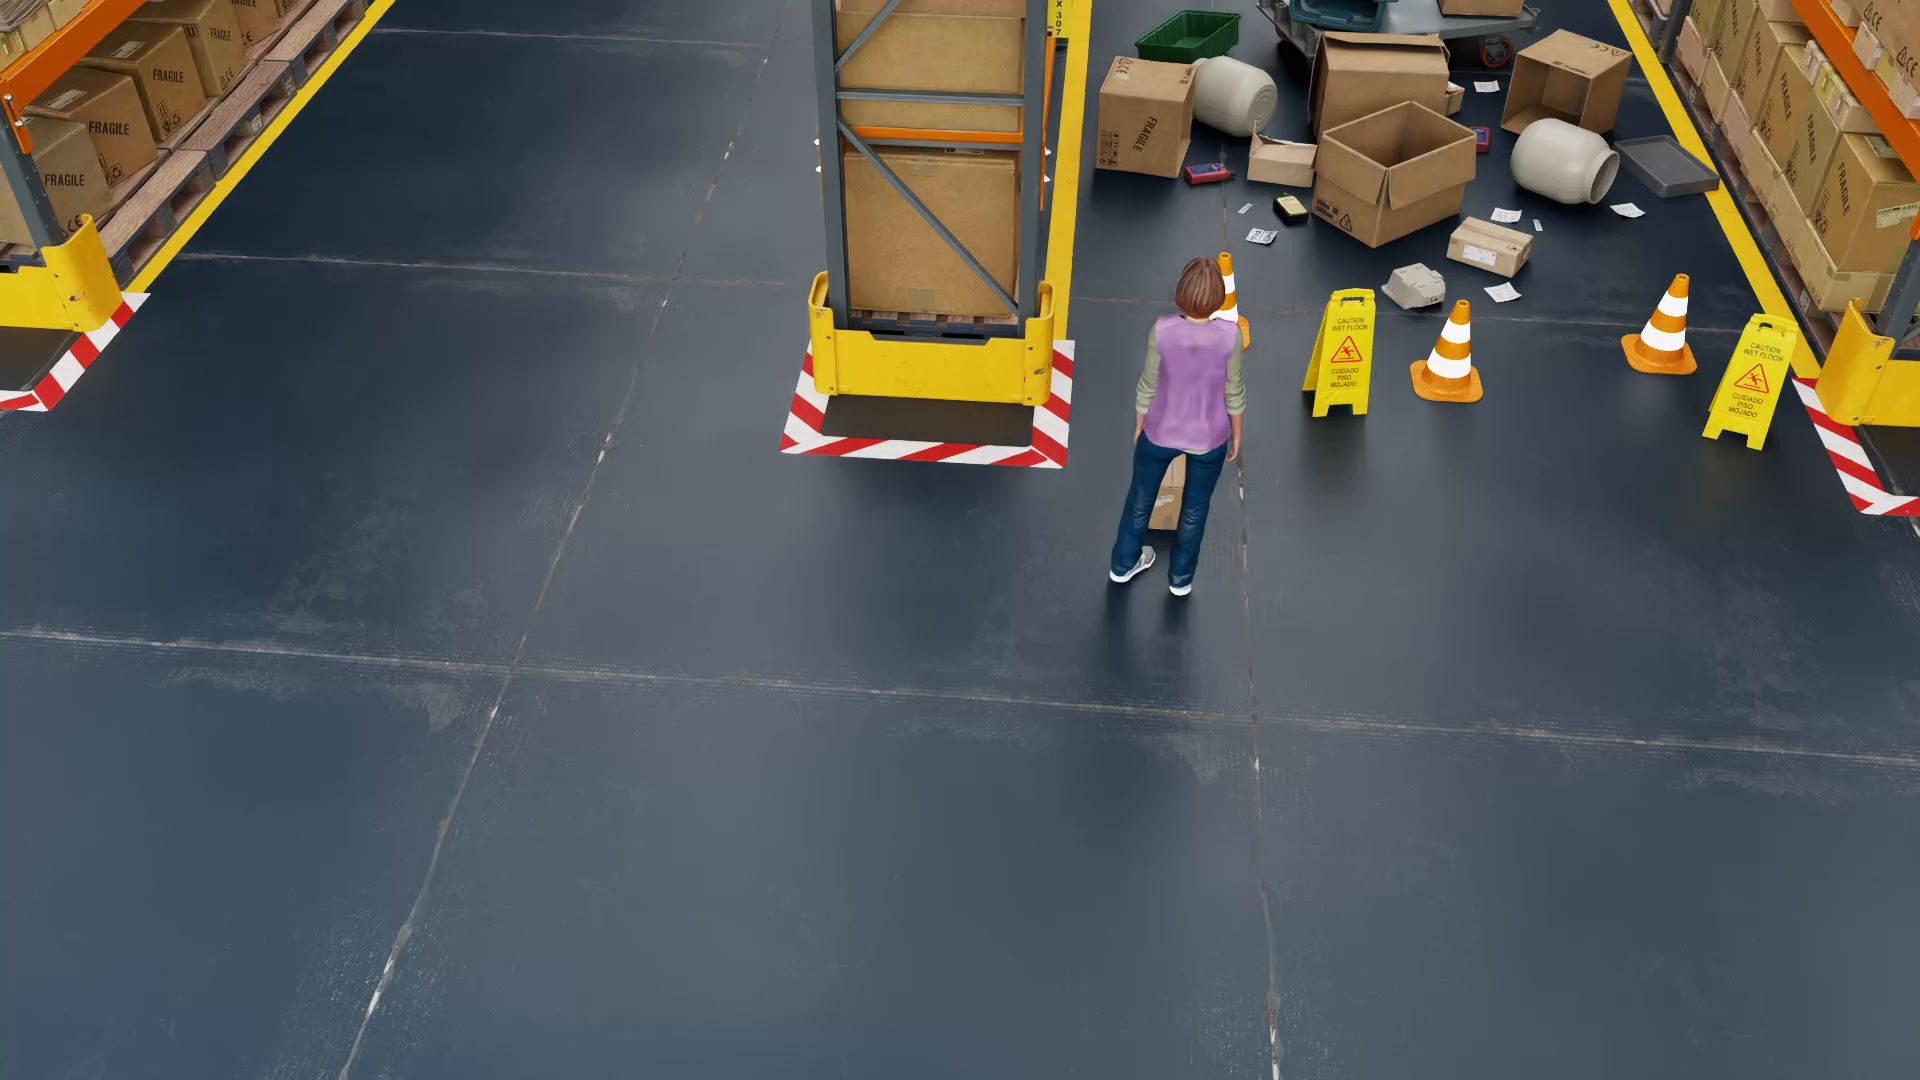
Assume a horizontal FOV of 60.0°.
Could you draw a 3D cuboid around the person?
[{"bbox_3d":[0.886,-0.434,6.658,0.477,1.601,0.327,6,41,7],"label":"person"}]
